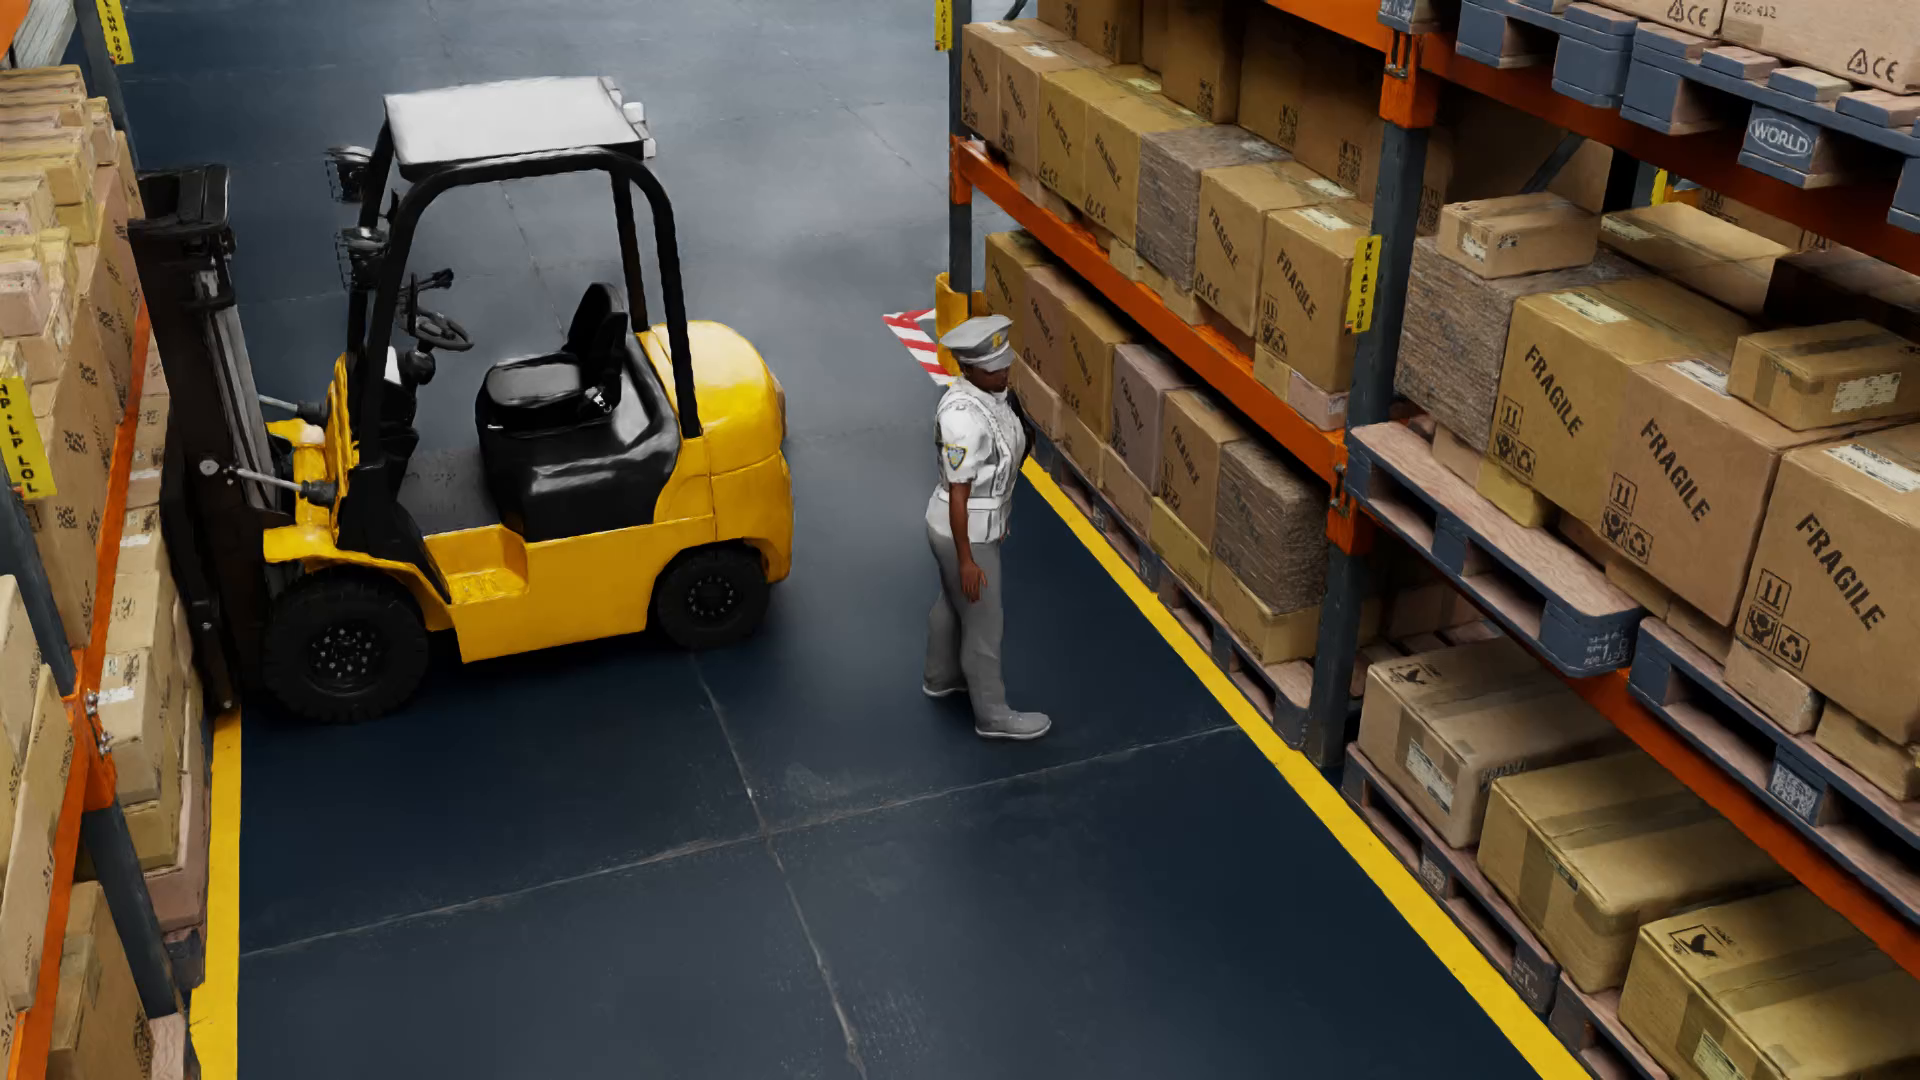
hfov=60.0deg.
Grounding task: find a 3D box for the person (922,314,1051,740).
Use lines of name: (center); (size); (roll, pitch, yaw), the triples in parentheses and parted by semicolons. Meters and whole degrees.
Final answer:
person: (0.098, -0.028, 6.134); (0.541, 1.660, 0.560); (5, 30, 8)
